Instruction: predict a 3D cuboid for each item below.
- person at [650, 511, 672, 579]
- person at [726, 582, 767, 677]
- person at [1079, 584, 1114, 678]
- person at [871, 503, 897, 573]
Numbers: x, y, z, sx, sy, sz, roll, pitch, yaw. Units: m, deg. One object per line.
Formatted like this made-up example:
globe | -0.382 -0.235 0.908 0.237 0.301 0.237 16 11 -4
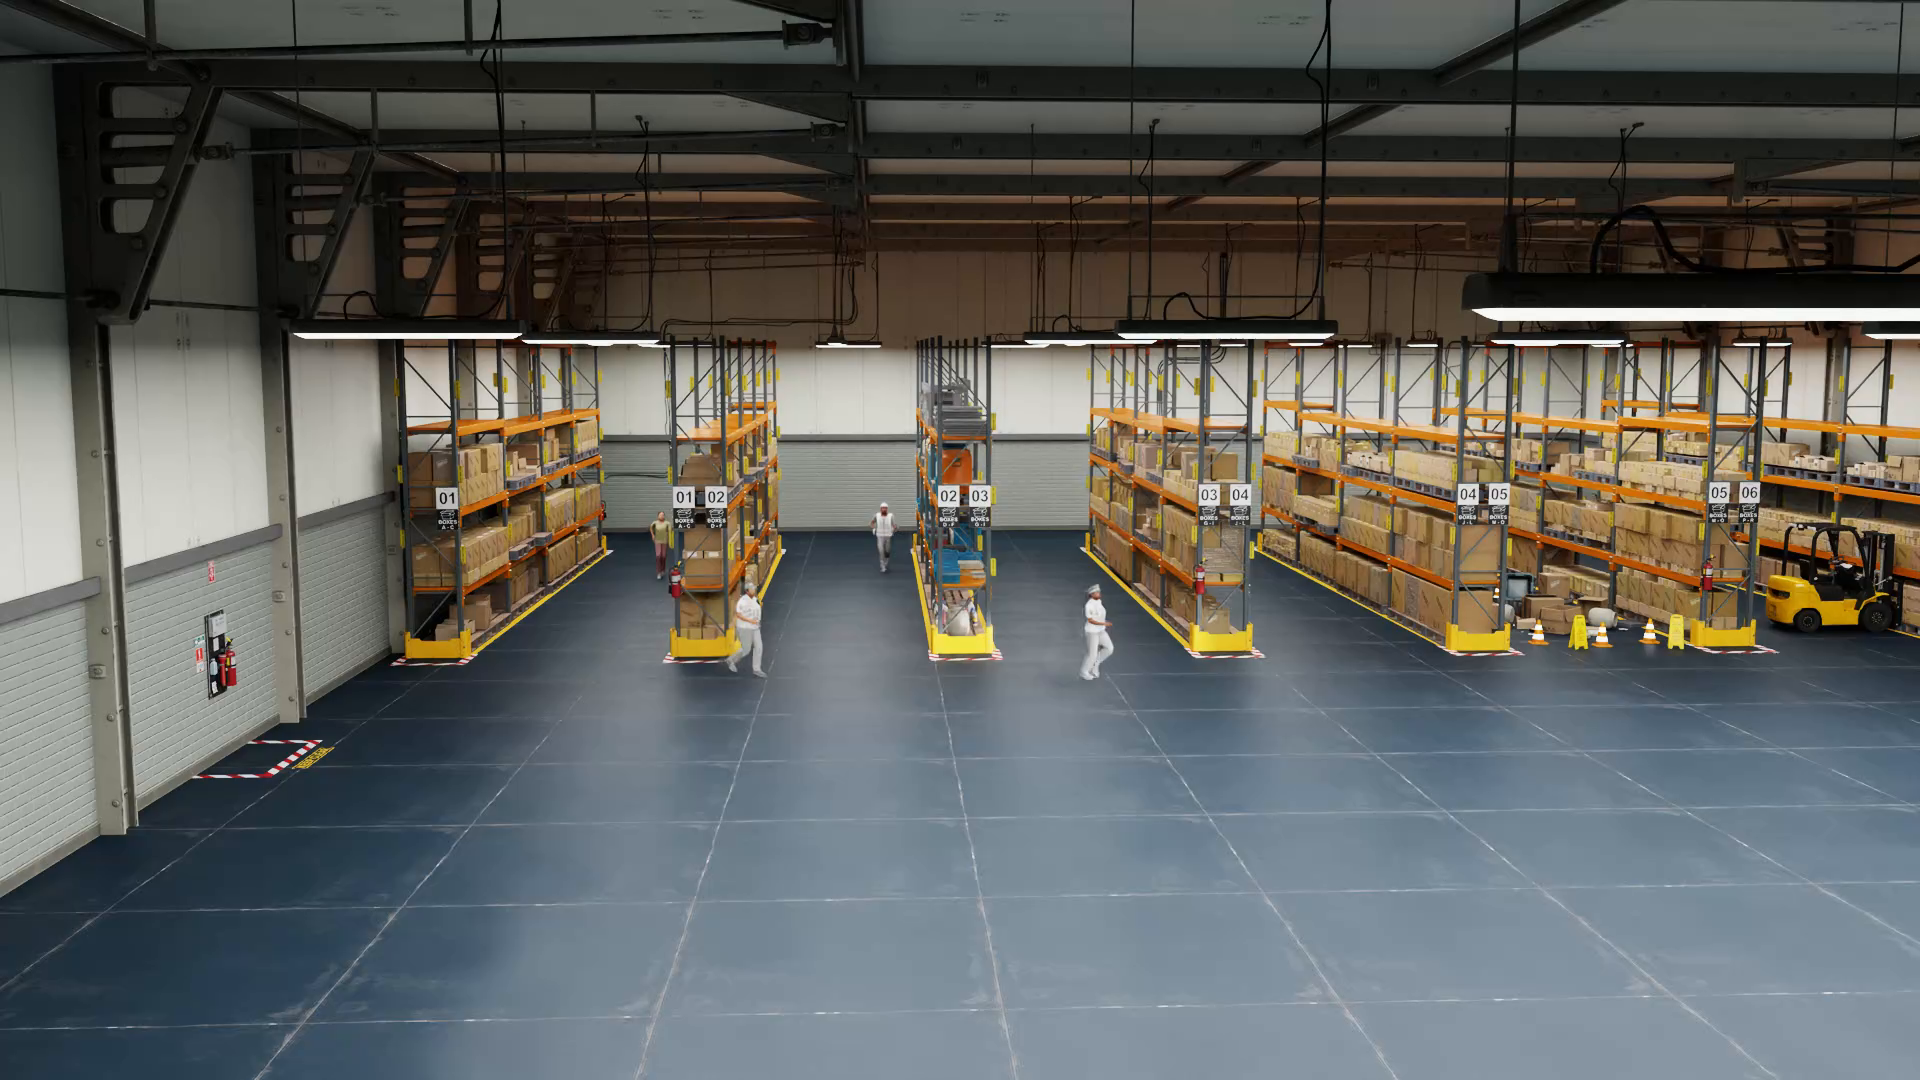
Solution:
person | -7.558 0.111 42.148 0.562 1.729 0.762 -2 7 -14
person | -3.761 1.577 29.405 0.777 1.676 0.631 3 7 27
person | 2.407 1.597 29.028 0.653 1.668 0.557 5 8 35
person | -1.983 -0.086 43.442 0.682 1.785 0.941 0 7 -4
